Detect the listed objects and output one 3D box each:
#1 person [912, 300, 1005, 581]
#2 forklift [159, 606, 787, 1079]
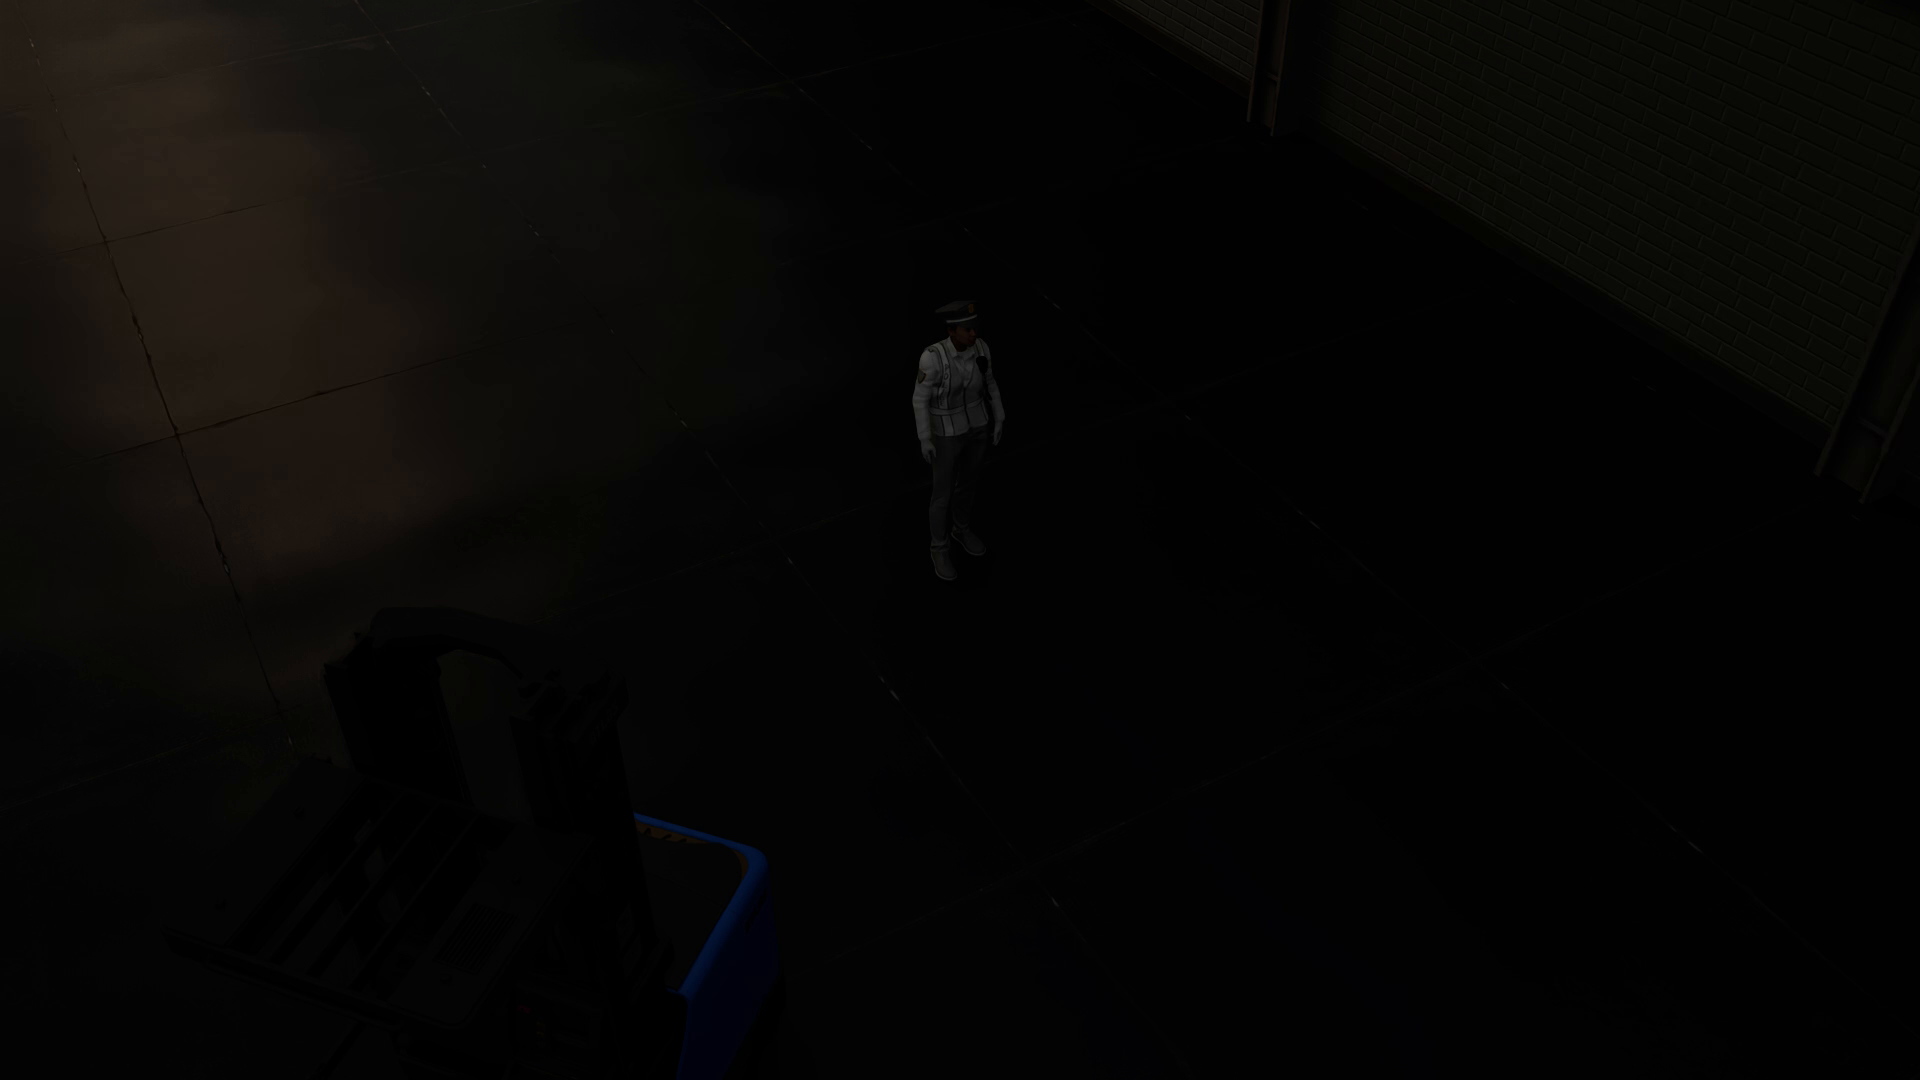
[{"bbox_3d":[0.029,-0.617,9.738,0.586,1.694,0.530,-20,44,-23],"label":"person"},{"bbox_3d":[-1.775,1.801,5.865,1.130,2.935,3.031,13,41,15],"label":"forklift"}]
